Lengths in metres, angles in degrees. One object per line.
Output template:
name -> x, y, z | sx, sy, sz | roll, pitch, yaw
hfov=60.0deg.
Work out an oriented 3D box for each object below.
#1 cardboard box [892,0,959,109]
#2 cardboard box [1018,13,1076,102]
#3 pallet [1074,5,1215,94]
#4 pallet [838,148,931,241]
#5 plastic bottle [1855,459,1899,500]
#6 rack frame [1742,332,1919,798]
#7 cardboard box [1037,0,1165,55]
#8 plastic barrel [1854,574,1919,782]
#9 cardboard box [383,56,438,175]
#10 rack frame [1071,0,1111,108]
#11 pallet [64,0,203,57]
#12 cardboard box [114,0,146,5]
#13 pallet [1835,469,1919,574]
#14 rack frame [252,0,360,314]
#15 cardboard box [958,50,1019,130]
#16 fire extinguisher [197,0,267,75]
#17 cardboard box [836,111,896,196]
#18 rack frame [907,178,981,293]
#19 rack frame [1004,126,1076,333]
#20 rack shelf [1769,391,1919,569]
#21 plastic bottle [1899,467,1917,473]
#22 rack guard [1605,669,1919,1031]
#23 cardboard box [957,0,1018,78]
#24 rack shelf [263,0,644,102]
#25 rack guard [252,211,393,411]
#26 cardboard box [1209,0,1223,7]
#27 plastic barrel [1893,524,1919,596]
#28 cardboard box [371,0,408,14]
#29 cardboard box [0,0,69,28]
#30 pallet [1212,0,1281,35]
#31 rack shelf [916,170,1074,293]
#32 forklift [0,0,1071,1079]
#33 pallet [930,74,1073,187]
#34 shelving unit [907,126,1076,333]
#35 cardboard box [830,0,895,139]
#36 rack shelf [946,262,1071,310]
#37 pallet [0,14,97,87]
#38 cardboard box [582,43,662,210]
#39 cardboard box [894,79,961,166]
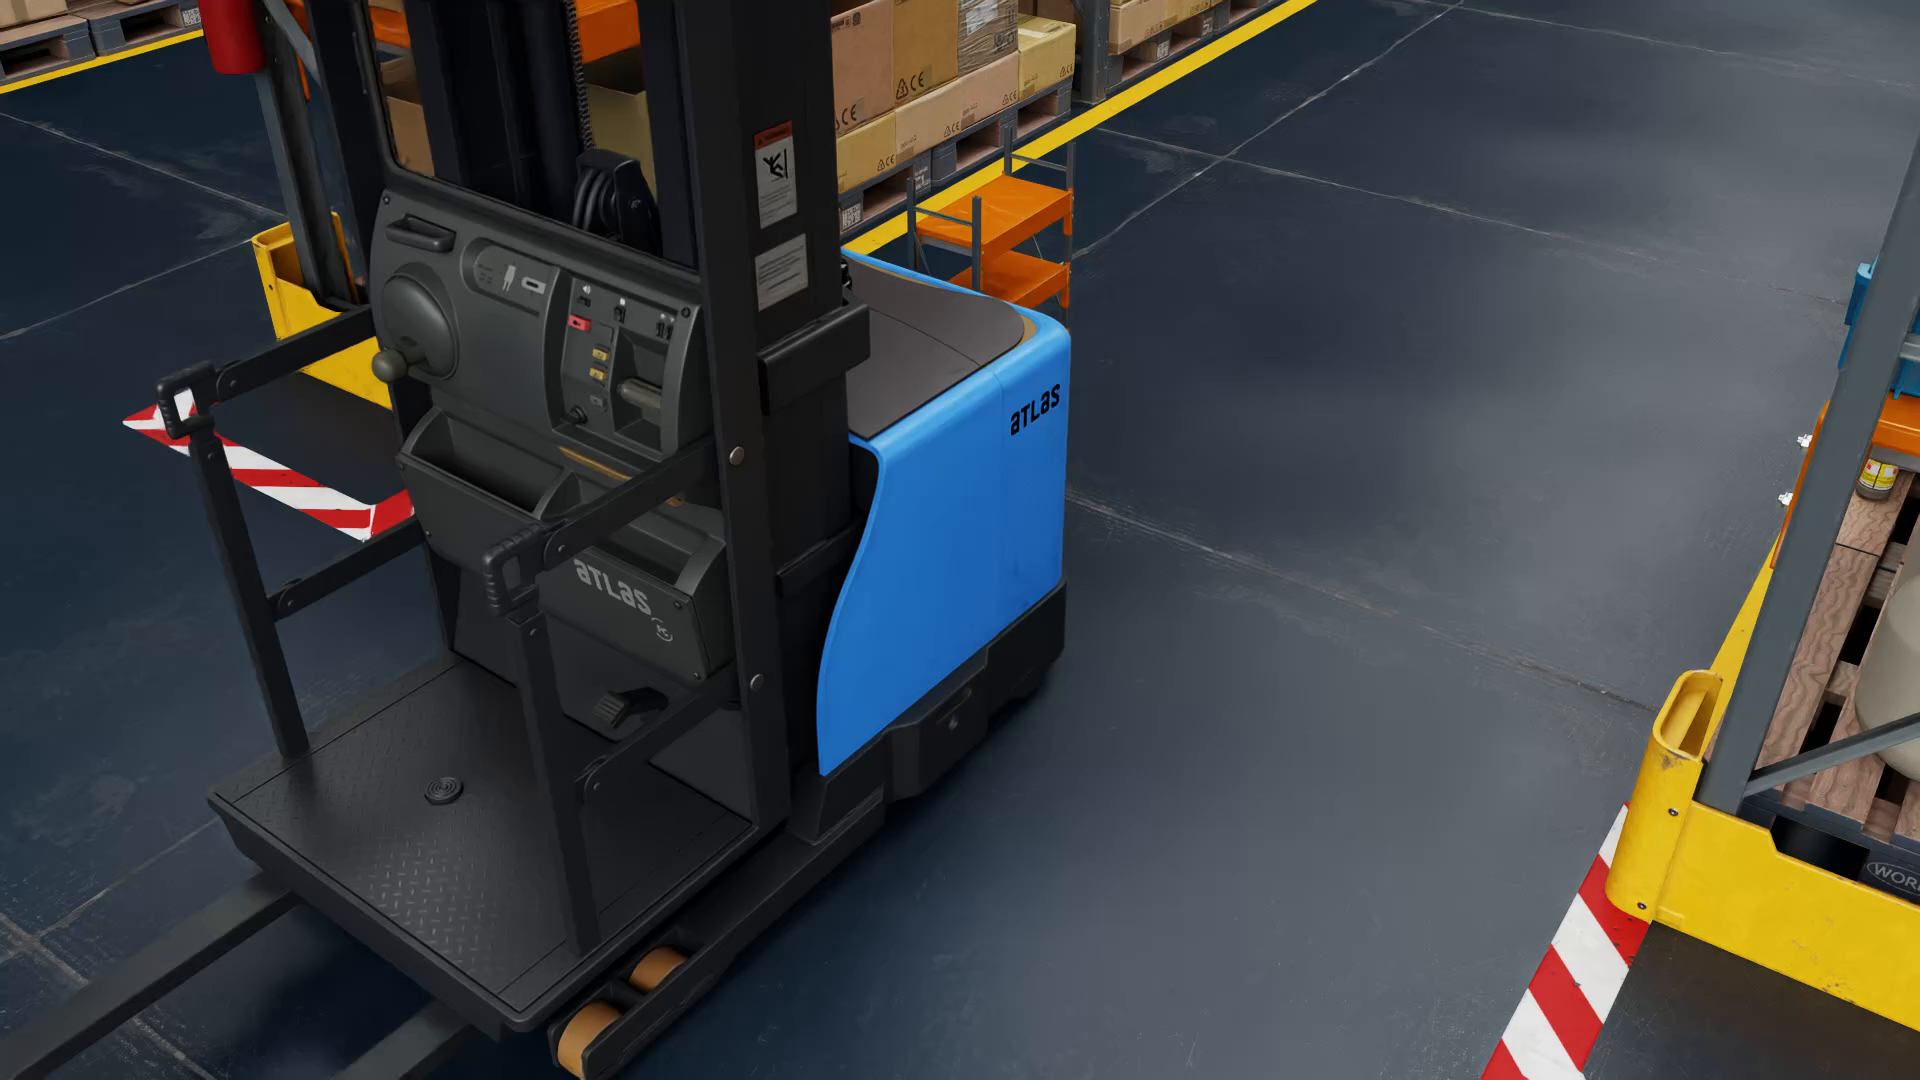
cardboard box -> -0.350, -2.253, 7.314 | 0.500, 0.500, 0.500 | 21, 39, 28
cardboard box -> 0.226, -2.400, 8.200 | 0.500, 0.250, 0.500 | 21, 39, 28
pallet -> 0.699, -2.844, 9.268 | 1.003, 0.211, 1.213 | 21, 39, 28
pallet -> -0.872, -1.577, 7.393 | 1.003, 0.211, 1.213 | 21, 39, 28
plastic bottle -> 2.785, -0.232, 5.020 | 0.097, 0.201, 0.097 | 0, 34, 0
rack frame -> 2.100, -0.222, 2.901 | 0.949, 2.616, 0.053 | 21, 39, 28
cardboard box -> 0.745, -2.789, 8.777 | 0.500, 0.250, 0.500 | 20, 39, 27
plastic barrel -> 2.410, 0.306, 3.966 | 0.421, 0.512, 0.421 | 0, 34, 0
cardboard box -> -1.908, -1.495, 6.193 | 0.500, 0.500, 0.500 | 21, 39, 28
rack frame -> 0.311, -3.648, 7.967 | 1.000, 3.000, 0.127 | 21, 39, 28
pallet -> -4.809, -3.189, 9.778 | 1.003, 0.211, 1.213 | 21, 39, 28
cardboard box -> -4.788, -3.408, 9.451 | 0.700, 0.500, 0.500 | 19, 38, 25
pallet -> 3.266, -0.049, 5.135 | 1.003, 0.211, 1.213 | 21, 39, 28
rack frame -> -1.969, -1.807, 5.245 | 1.000, 3.000, 0.127 | 21, 39, 28
cardboard box -> -0.067, -2.173, 7.865 | 0.500, 0.250, 0.500 | 21, 39, 28
fire extinguisher -> -2.419, -1.869, 5.405 | 0.296, 0.674, 0.183 | 21, 39, 28
cardboard box -> -0.624, -1.708, 7.177 | 0.500, 0.250, 0.500 | 21, 39, 28
rack frame -> -0.045, -0.461, 4.860 | 0.240, 1.200, 0.015 | 21, 39, 28
rack frame -> 0.234, -0.685, 5.193 | 0.240, 1.200, 0.015 | 21, 39, 28
rack shelf -> 3.238, -0.846, 4.465 | 1.077, 0.370, 4.000 | 21, 39, 28
plastic bottle -> 2.951, -0.370, 5.158 | 0.152, 0.276, 0.135 | 22, 40, 29
rack guard -> 2.102, 0.762, 3.677 | 1.175, 0.500, 0.348 | 21, 39, 28
cardboard box -> -0.068, -2.484, 7.656 | 0.500, 0.500, 0.500 | 21, 39, 28
rack shelf -> -0.829, -2.430, 6.807 | 1.077, 0.370, 4.000 | 21, 39, 28
rack guard -> -1.983, -0.761, 5.928 | 1.175, 0.500, 0.348 | 21, 39, 28
cardboard box -> 1.330, -3.263, 9.478 | 0.500, 0.250, 0.500 | 20, 39, 27
plastic barrel -> 2.696, 0.075, 4.307 | 0.421, 0.512, 0.421 | 0, 34, 0
cardboard box -> -1.693, -2.059, 5.528 | 0.700, 0.500, 0.500 | 21, 39, 28
cardboard box -> -5.248, -3.008, 9.028 | 0.500, 0.311, 0.500 | 25, 41, 32
pallet -> 1.394, -3.408, 10.101 | 1.003, 0.211, 1.213 | 21, 39, 28
rack shelf -> 0.094, -0.899, 4.806 | 0.258, 0.148, 0.480 | 21, 39, 28
forklift -> 1.300, -1.460, 4.107 | 3.137, 3.703, 7.990 | 23, 40, 30
pallet -> -0.177, -2.140, 8.226 | 1.003, 0.211, 1.213 | 21, 39, 28
shelving unit -> 0.094, -0.573, 5.027 | 0.258, 1.200, 0.503 | 21, 39, 28
cardboard box -> -0.624, -2.018, 6.967 | 0.500, 0.500, 0.500 | 21, 39, 28
rack shelf -> 0.094, -0.703, 4.939 | 0.258, 0.148, 0.480 | 21, 39, 28
pallet -> -5.506, -2.630, 8.951 | 1.003, 0.211, 1.213 | 21, 39, 28
cardboard box -> -1.197, -1.559, 6.288 | 0.500, 0.500, 0.500 | 21, 39, 28
cardboard box -> -0.340, -1.938, 7.518 | 0.500, 0.250, 0.500 | 21, 39, 28
